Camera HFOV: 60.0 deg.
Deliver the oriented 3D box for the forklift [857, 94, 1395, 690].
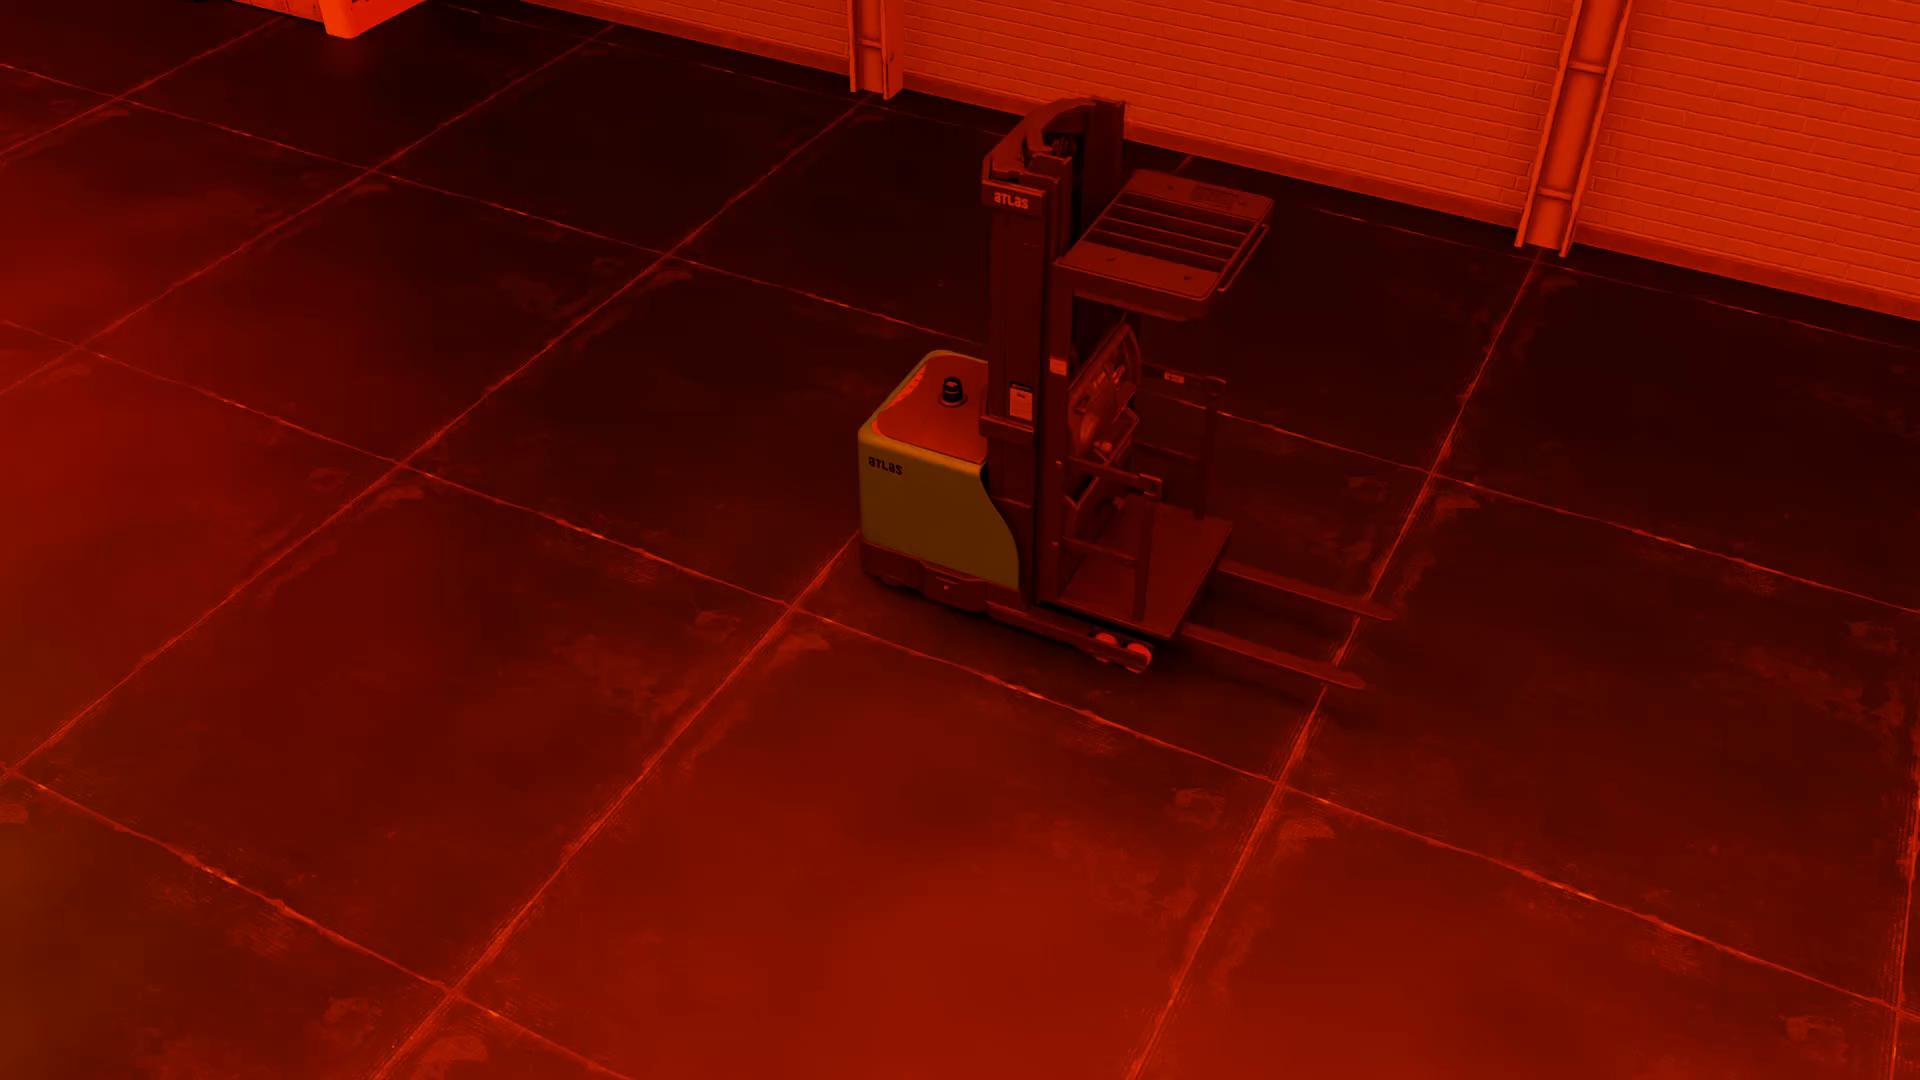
[{"bbox_3d":[0.960,-0.767,8.897,3.031,2.935,1.130,17,43,20],"label":"forklift"}]
